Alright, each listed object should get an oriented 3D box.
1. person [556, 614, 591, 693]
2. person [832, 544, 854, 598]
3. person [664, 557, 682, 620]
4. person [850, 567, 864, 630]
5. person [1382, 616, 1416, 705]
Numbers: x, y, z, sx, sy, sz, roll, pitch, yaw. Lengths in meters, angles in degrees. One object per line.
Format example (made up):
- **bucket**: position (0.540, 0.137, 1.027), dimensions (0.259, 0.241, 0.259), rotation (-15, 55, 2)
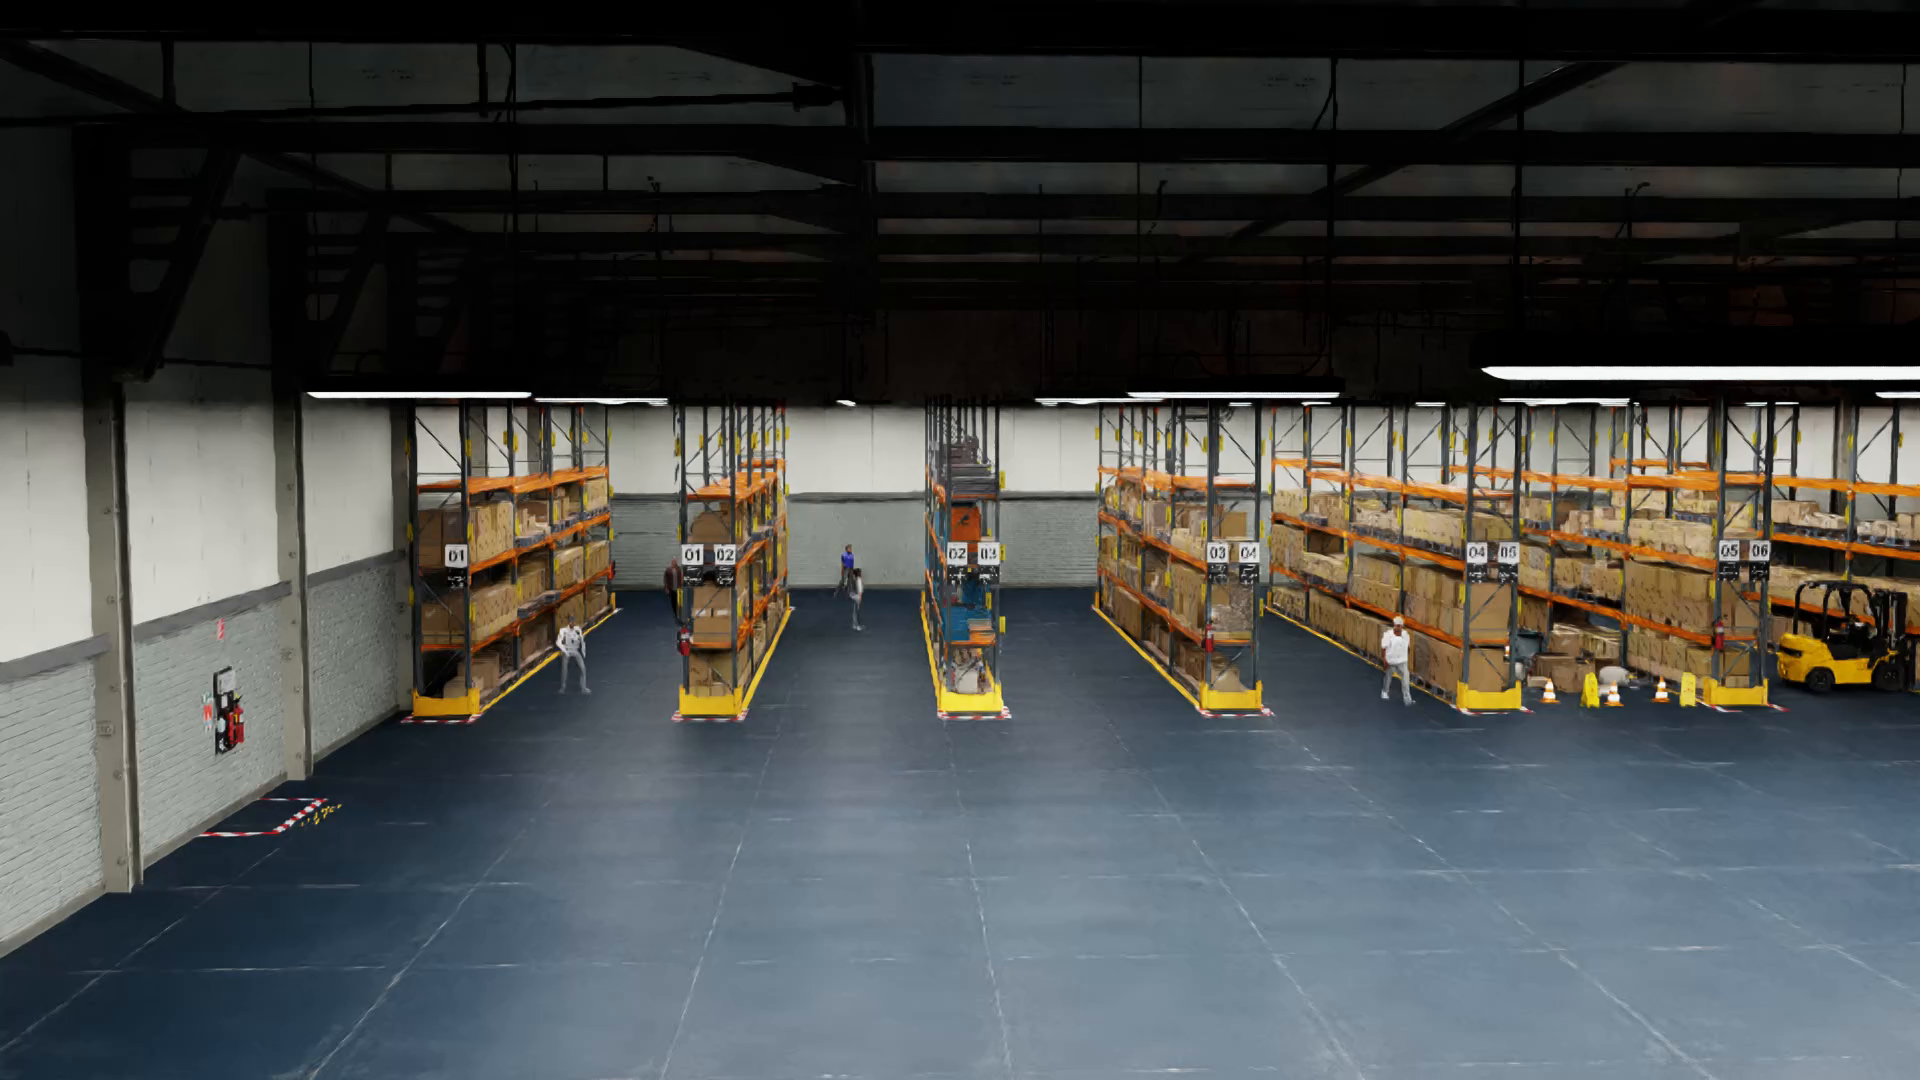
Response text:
- **person**: position (-7.804, 2.271, 33.422), dimensions (0.638, 1.615, 0.774), rotation (-2, 5, -23)
- **person**: position (-3.512, 0.941, 50.145), dimensions (0.653, 1.652, 0.490), rotation (-4, 6, -44)
- **person**: position (-7.727, 1.297, 45.066), dimensions (0.598, 1.698, 1.193), rotation (0, 5, -1)
- **person**: position (-2.646, 1.503, 43.115), dimensions (0.423, 1.599, 0.499), rotation (-2, 5, -27)
- **person**: position (8.469, 2.315, 32.259), dimensions (0.583, 1.682, 1.111), rotation (0, 5, -4)
